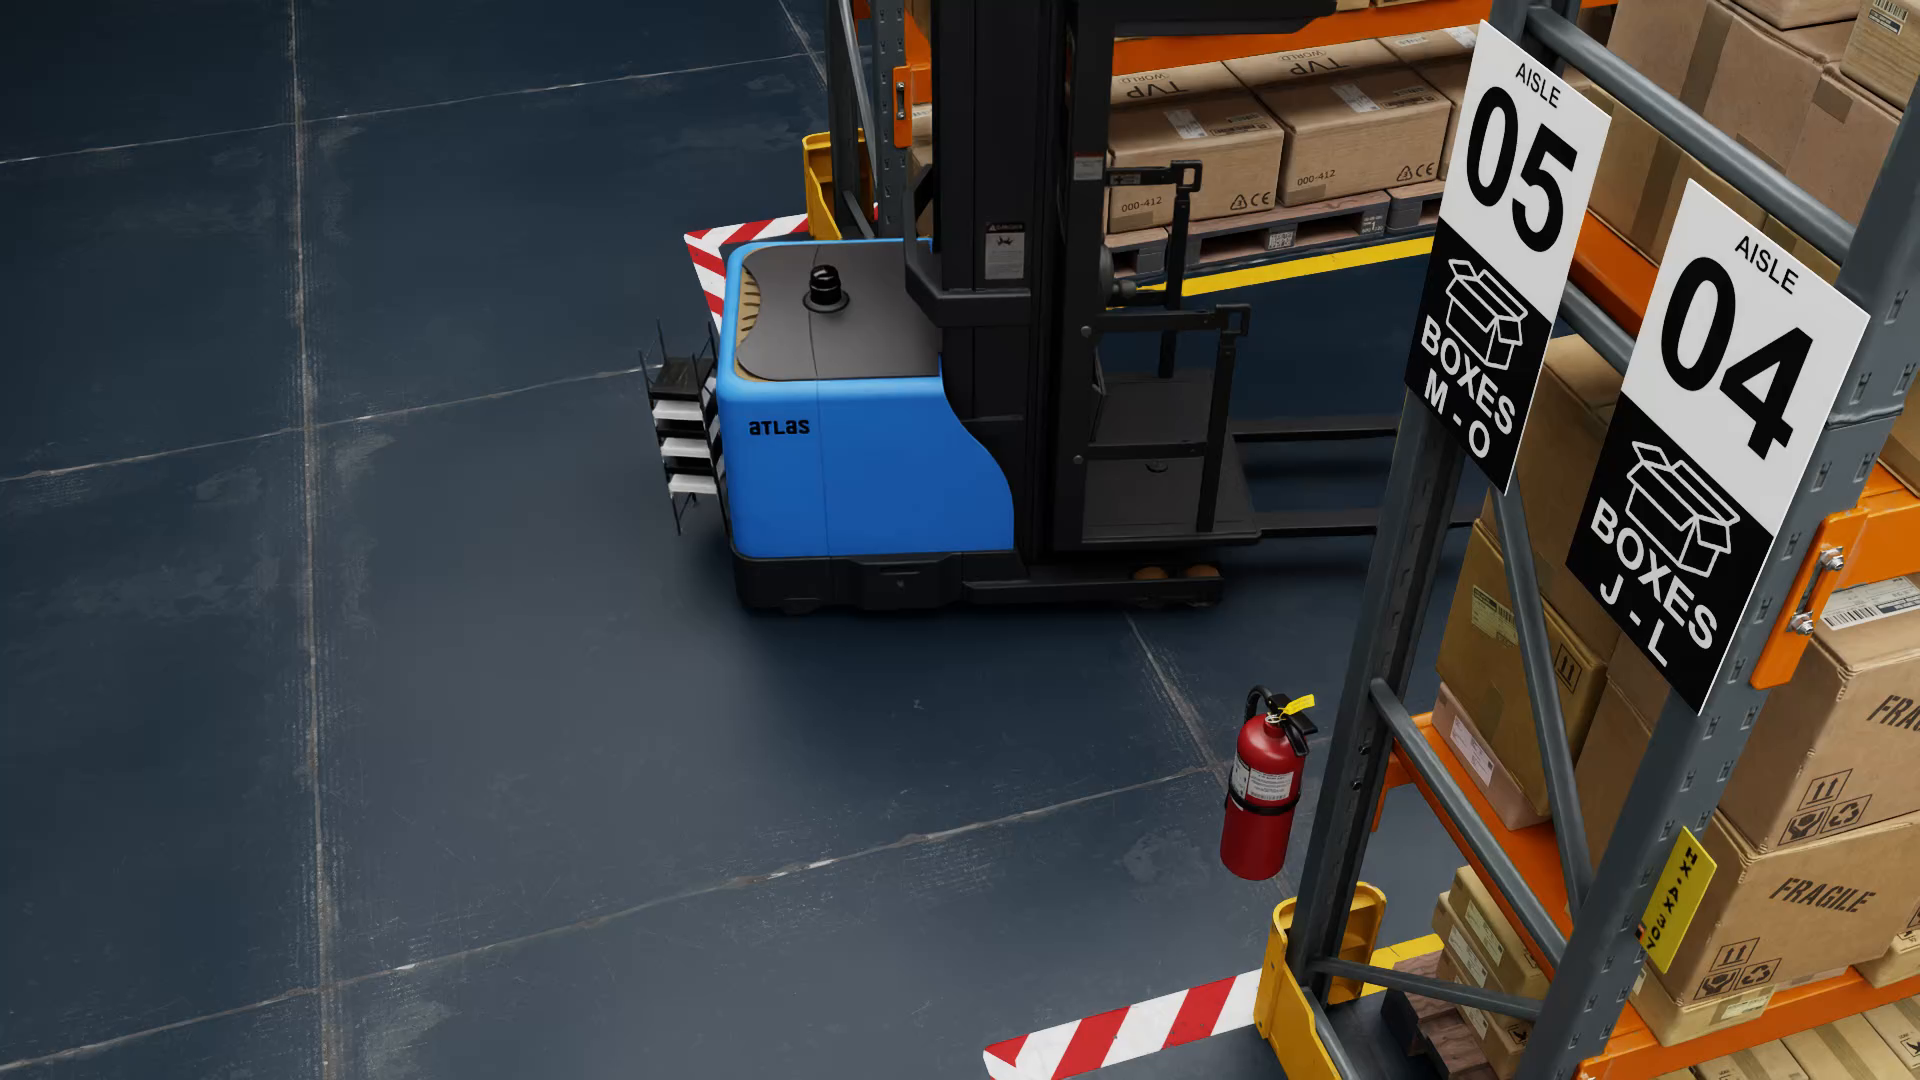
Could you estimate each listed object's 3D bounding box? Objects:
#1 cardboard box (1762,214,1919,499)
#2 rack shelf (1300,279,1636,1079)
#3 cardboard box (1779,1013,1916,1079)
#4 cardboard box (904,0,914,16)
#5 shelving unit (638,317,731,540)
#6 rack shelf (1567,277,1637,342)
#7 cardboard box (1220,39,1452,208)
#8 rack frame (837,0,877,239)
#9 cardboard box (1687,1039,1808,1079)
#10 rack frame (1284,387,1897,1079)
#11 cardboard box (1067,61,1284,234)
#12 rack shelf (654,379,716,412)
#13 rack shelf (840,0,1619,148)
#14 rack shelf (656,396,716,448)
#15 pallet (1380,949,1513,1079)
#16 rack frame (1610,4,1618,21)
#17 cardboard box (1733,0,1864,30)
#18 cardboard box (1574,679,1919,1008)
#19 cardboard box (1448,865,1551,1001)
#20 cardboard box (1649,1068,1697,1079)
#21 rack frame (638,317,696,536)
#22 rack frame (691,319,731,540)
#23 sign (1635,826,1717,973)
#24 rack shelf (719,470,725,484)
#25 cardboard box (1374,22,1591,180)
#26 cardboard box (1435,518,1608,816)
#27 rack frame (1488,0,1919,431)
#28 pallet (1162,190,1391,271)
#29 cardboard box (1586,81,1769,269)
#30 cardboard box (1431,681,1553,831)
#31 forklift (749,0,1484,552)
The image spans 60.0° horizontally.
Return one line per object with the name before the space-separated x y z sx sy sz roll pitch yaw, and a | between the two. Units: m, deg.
cardboard box | 1.651 -0.354 2.709 0.529 0.250 0.529 -13 43 -14
rack shelf | 1.147 0.650 3.726 0.053 2.616 0.949 -12 42 -13
cardboard box | 2.254 1.350 4.321 0.250 0.149 0.380 -12 43 -13
cardboard box | -0.056 -2.738 7.528 0.500 0.500 0.500 -11 42 -13
shelving unit | 6.289 0.264 3.218 15.806 3.379 3.753 4 41 9
rack shelf | 3.054 -0.660 3.384 3.687 0.071 0.831 -12 42 -13
cardboard box | 1.893 -2.188 8.603 0.875 0.438 0.875 -13 43 -14
rack frame | -0.438 -2.441 7.264 0.053 2.616 0.949 -12 42 -13
cardboard box | 1.975 1.319 4.356 0.250 0.149 0.380 -11 42 -12
rack frame | 1.146 0.648 3.729 0.127 3.000 1.000 -12 42 -13
cardboard box | 1.033 -2.011 8.400 0.875 0.438 0.875 -11 42 -12
rack shelf | 6.276 0.041 3.014 15.796 2.775 3.734 4 41 9
rack shelf | 1.471 -2.563 7.950 4.000 0.370 1.077 -12 42 -13
rack shelf | -1.052 -0.470 6.510 0.200 0.077 0.258 4 41 9
pallet | 2.004 1.545 4.822 1.213 0.211 1.003 -12 42 -13
rack frame | 3.377 -3.231 8.169 0.053 2.616 0.949 -12 42 -13
cardboard box | 1.375 -1.014 2.782 0.250 0.149 0.380 -12 43 -13
cardboard box | 1.657 0.583 3.501 0.500 0.500 0.500 -10 42 -11
cardboard box | 1.575 1.076 4.634 0.250 0.149 0.380 -11 42 -13
cardboard box | 1.748 1.449 4.207 0.250 0.149 0.380 -14 43 -15
rack frame | -1.149 -0.434 6.563 0.006 0.900 0.240 4 41 9
rack frame | -0.948 -0.421 6.531 0.006 0.900 0.240 4 41 9
sign | 1.309 0.662 3.054 0.005 0.325 0.100 -12 42 -13
rack shelf | -1.038 -0.277 6.676 0.184 0.015 0.199 4 41 9
cardboard box | 2.747 -2.366 8.806 0.875 0.438 0.875 -12 43 -14
cardboard box | 1.498 0.248 3.884 0.500 0.500 0.500 -11 42 -12
rack frame | 1.146 -1.611 1.755 0.127 3.000 1.000 -12 42 -13
pallet | 1.464 -1.834 8.689 1.213 0.211 1.003 -12 42 -13
cardboard box | 1.501 -0.681 3.084 0.500 0.250 0.500 -13 43 -14
cardboard box | 1.372 0.501 4.088 0.250 0.149 0.380 -12 42 -13
forklift | 2.681 -4.350 7.770 9.138 5.209 7.864 -2 41 -2
